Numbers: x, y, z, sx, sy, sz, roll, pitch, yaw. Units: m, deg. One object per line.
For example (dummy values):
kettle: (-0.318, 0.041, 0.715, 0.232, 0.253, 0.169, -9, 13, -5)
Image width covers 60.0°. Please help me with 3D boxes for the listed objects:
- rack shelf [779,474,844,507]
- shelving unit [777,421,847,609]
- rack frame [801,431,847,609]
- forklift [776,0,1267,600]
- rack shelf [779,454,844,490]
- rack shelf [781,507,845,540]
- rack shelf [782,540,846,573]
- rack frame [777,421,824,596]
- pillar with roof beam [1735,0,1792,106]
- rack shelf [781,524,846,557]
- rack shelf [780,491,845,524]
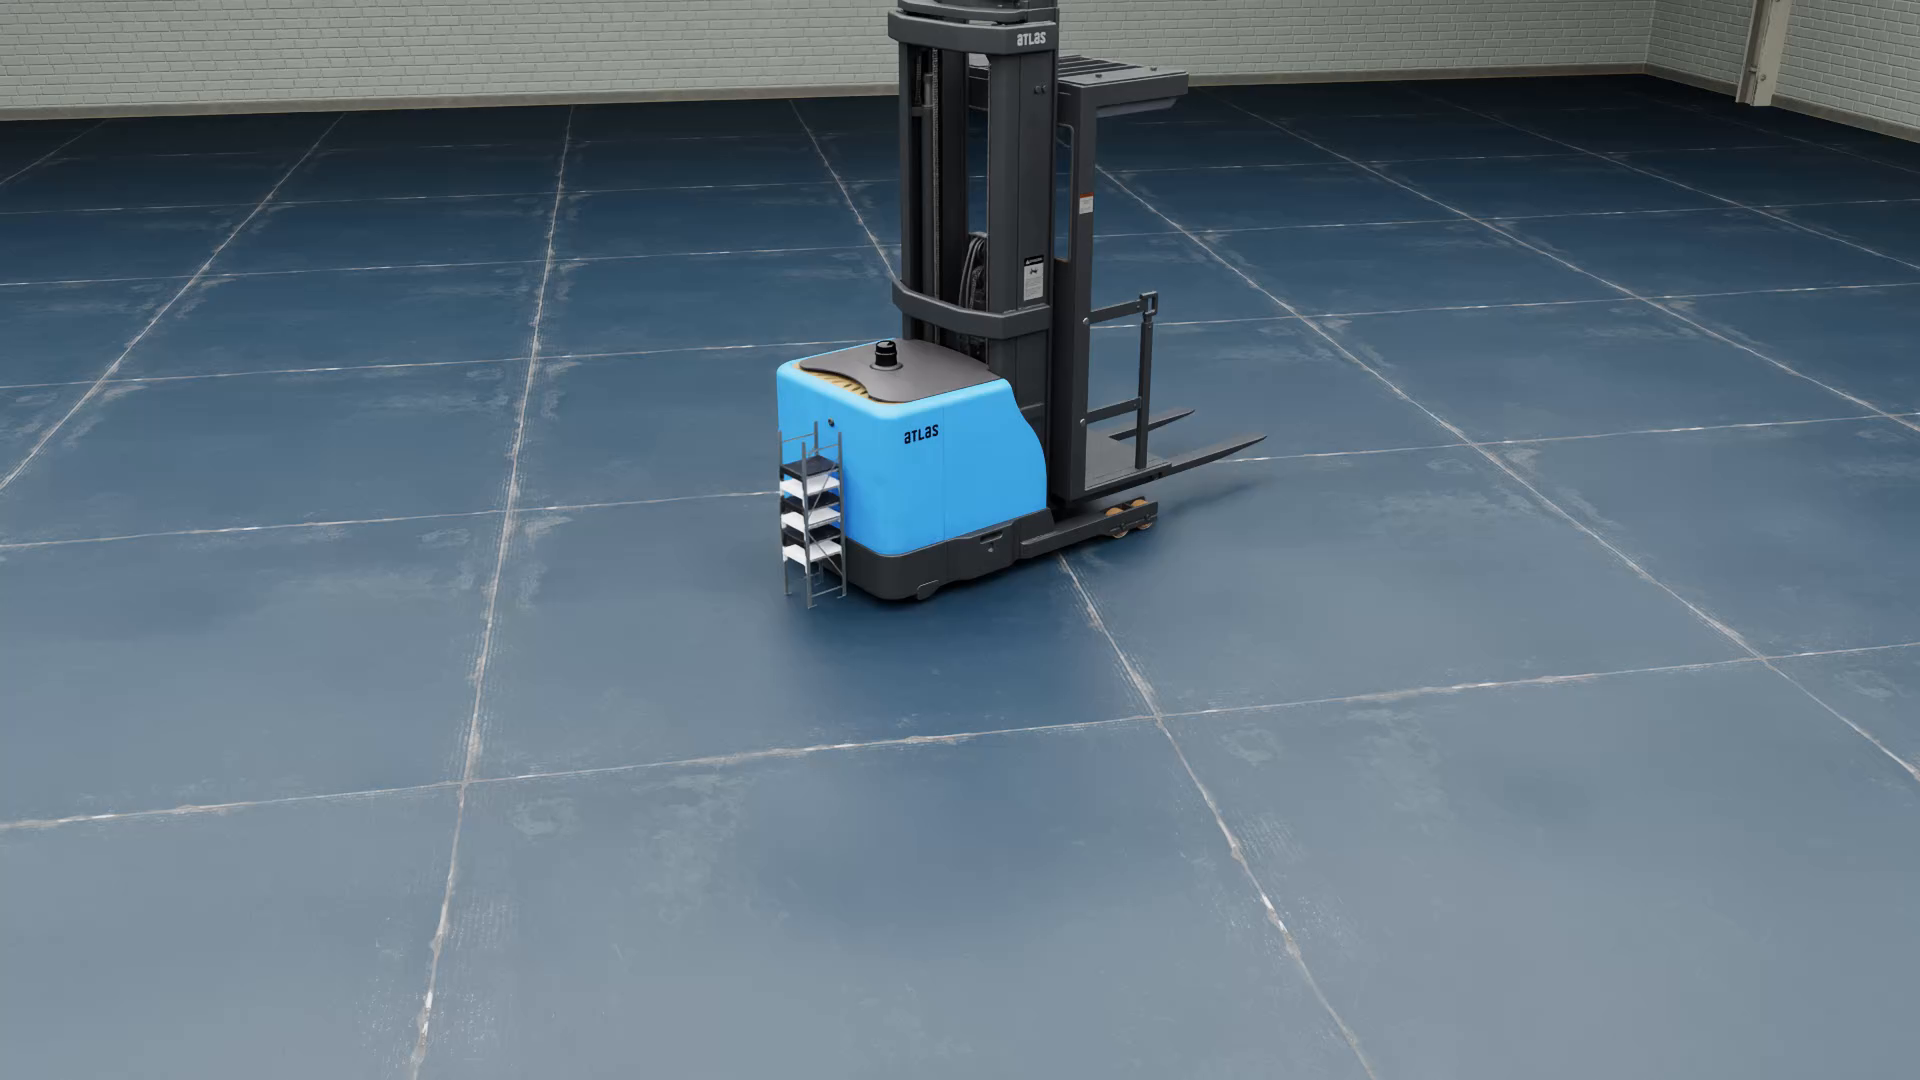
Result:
rack shelf: (-0.745, -0.260, 8.354, 0.258, 0.077, 0.200, -19, 30, -36)
shelving unit: (-0.745, -0.125, 8.412, 0.258, 0.900, 0.210, -19, 30, -36)
rack frame: (-0.679, -0.094, 8.341, 0.240, 0.900, 0.006, -19, 30, -36)
forklift: (0.491, -1.501, 9.026, 3.031, 2.935, 1.130, -18, 29, -35)
rack shelf: (-0.745, -0.342, 8.318, 0.258, 0.077, 0.200, -19, 30, -36)
rack shelf: (-0.745, -0.095, 8.426, 0.258, 0.077, 0.200, -19, 30, -36)
rack shelf: (-0.745, 0.070, 8.498, 0.258, 0.077, 0.200, -19, 30, -36)
rack frame: (-0.810, -0.156, 8.484, 0.240, 0.900, 0.006, -19, 30, -36)
pillar with roof beam: (6.835, -9.892, 20.655, 9.100, 9.000, 0.400, -4, 24, -10)
rack shelf: (-0.745, -0.012, 8.462, 0.258, 0.077, 0.200, -19, 30, -36)
rack shelf: (-0.745, -0.177, 8.390, 0.258, 0.077, 0.200, -19, 30, -36)
